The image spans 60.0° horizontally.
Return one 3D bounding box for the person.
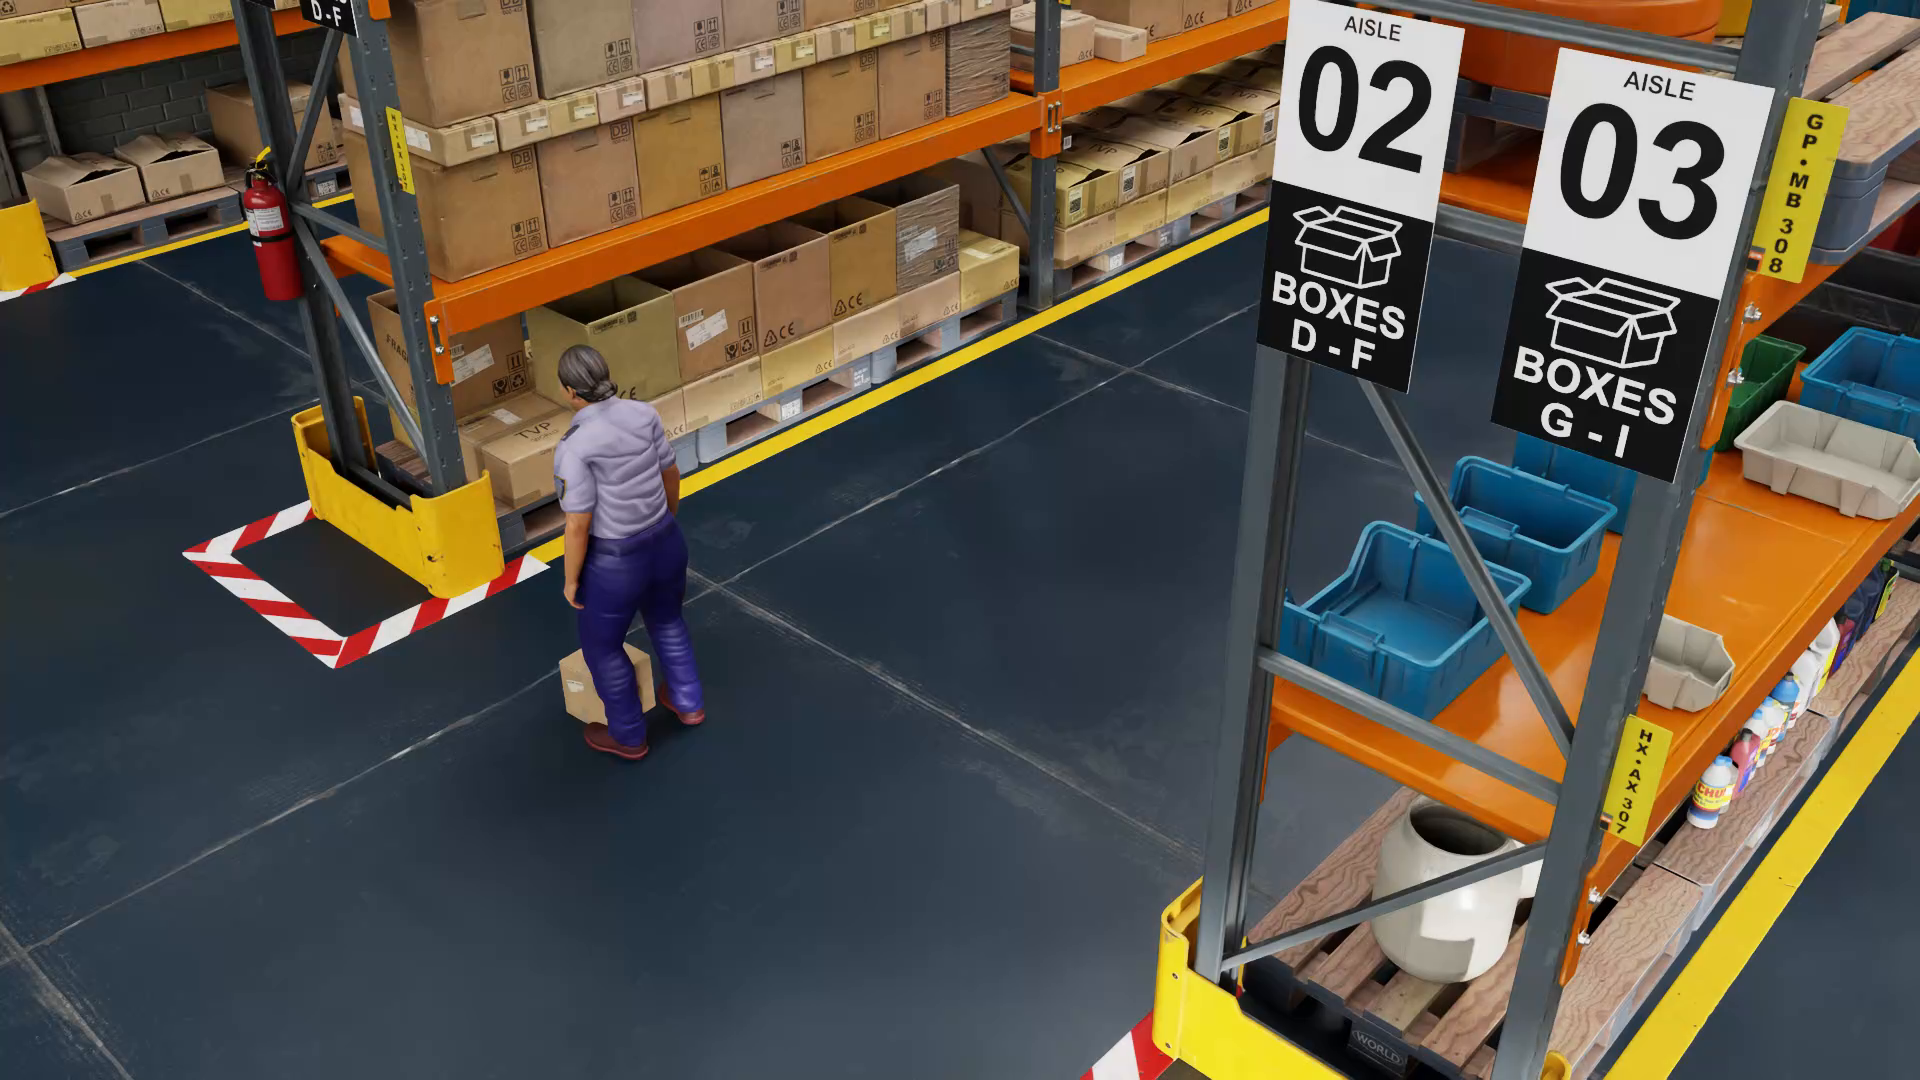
[{"bbox_3d":[-1.214,0.052,6.059,0.379,1.651,0.561,23,38,32],"label":"person"}]
